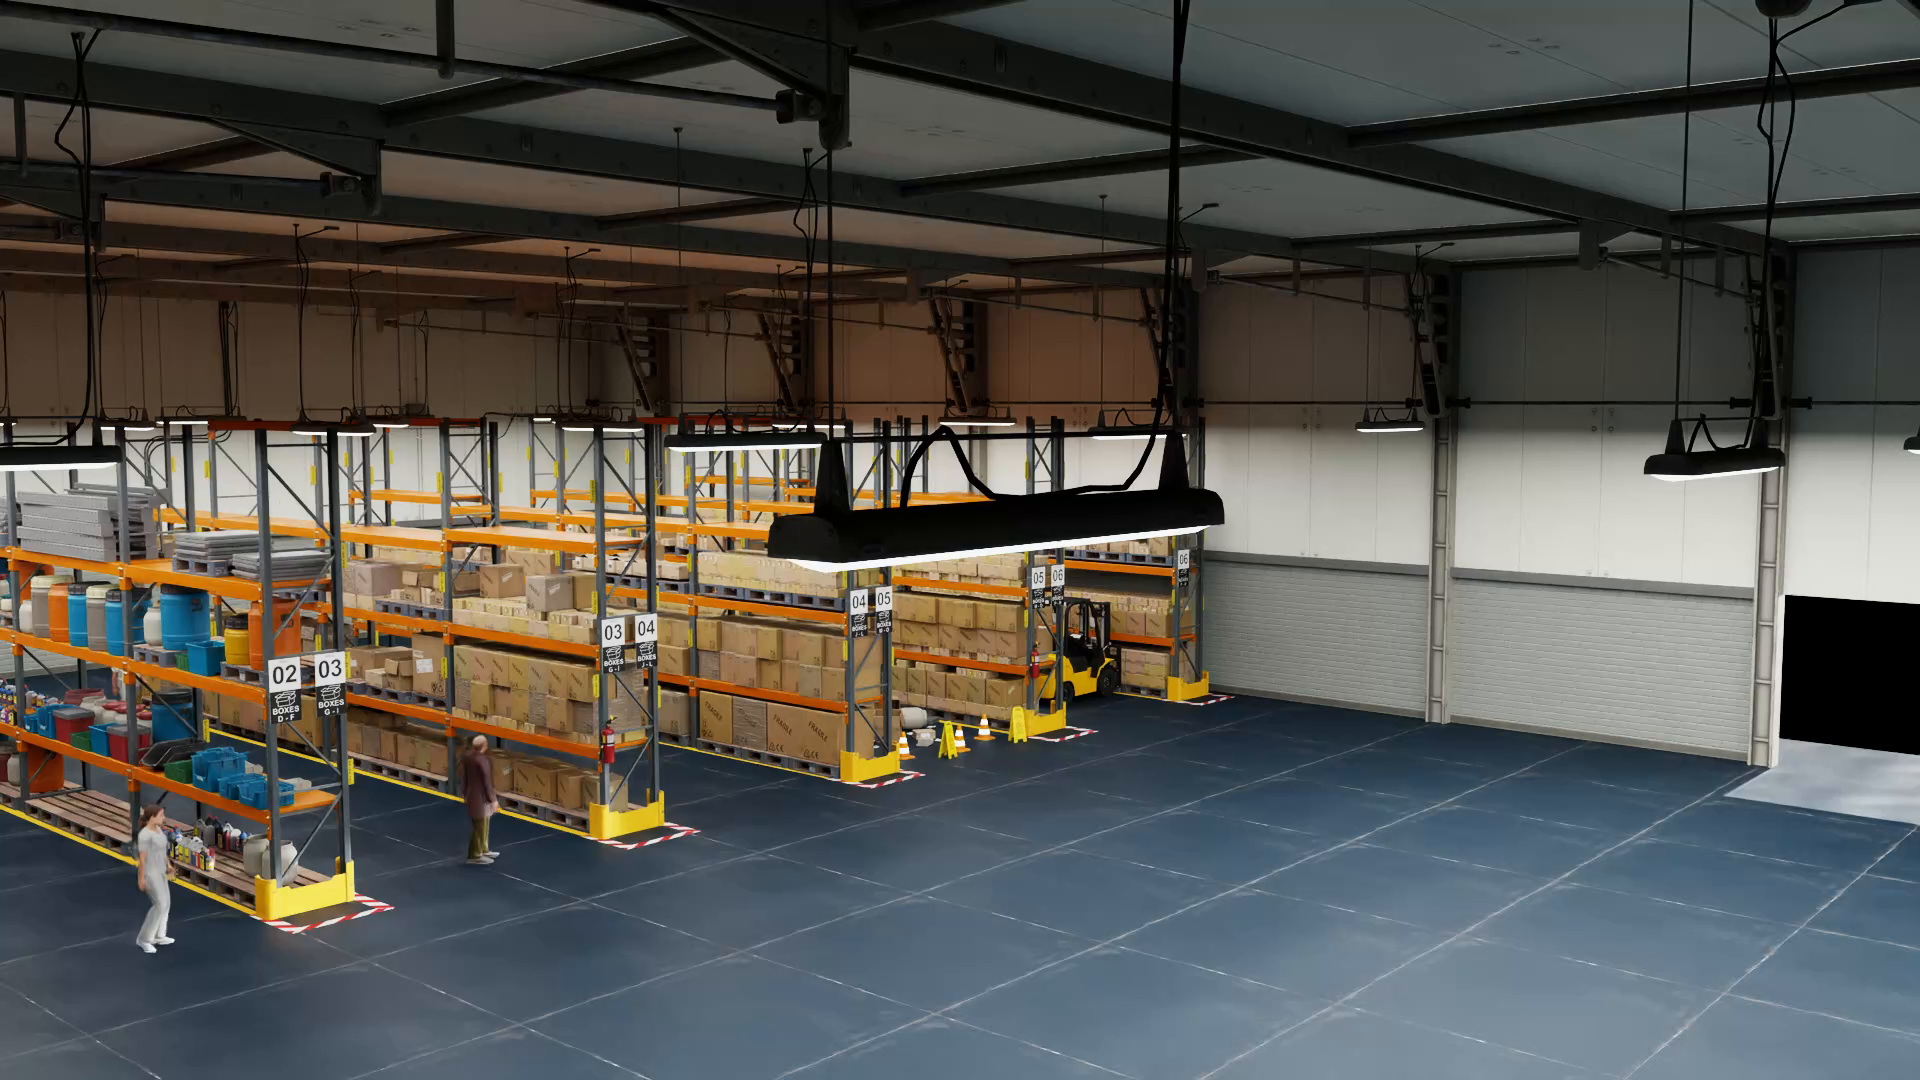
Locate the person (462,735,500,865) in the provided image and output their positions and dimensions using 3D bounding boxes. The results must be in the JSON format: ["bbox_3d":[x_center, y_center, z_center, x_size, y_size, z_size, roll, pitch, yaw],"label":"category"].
[{"bbox_3d":[-6.543,3.560,22.811,0.471,1.781,0.633,-2,5,-23],"label":"person"}]

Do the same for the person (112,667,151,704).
[{"bbox_3d":[-15.981,2.795,32.064,0.685,1.717,1.051,-5,7,-44],"label":"person"}]

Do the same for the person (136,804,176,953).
[{"bbox_3d":[-9.369,3.914,19.360,0.372,1.696,0.571,0,5,-4],"label":"person"}]
